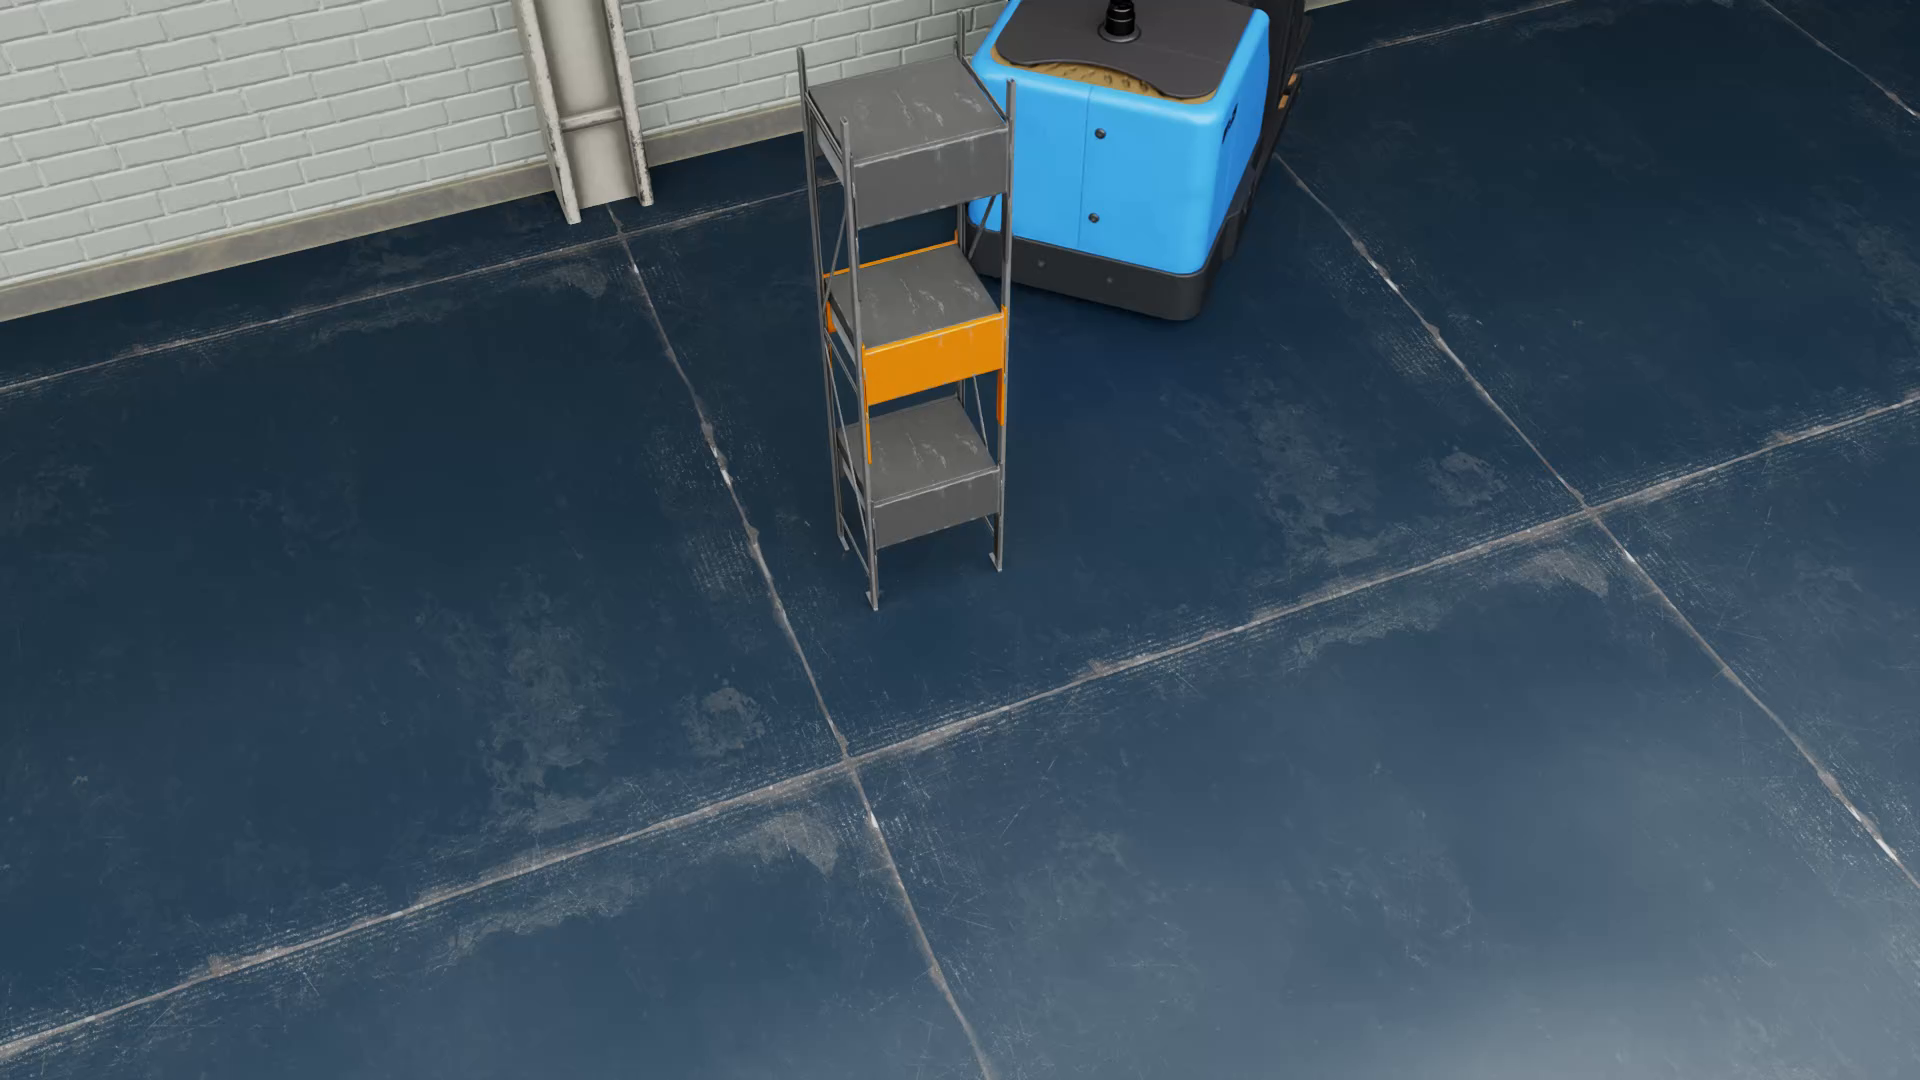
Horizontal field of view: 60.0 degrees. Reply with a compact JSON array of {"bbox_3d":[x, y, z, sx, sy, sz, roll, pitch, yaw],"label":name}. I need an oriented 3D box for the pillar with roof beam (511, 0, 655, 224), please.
[{"bbox_3d":[-0.003,-1.489,1.597,0.400,9.000,9.100,-17,52,-14],"label":"pillar with roof beam"}]

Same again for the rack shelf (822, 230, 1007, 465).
[{"bbox_3d":[-0.153,-0.628,5.423,0.480,0.518,0.431,-17,52,-14],"label":"rack shelf"}]

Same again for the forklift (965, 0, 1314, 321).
[{"bbox_3d":[1.013,-3.014,6.907,1.130,2.935,3.031,16,51,13],"label":"forklift"}]

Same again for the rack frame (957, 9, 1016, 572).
[{"bbox_3d":[0.073,-0.707,5.473,0.015,2.100,0.400,-17,52,-14],"label":"rack frame"}]

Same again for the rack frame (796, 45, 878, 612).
[{"bbox_3d":[-0.379,-0.567,5.353,0.015,2.100,0.400,-17,52,-14],"label":"rack frame"}]

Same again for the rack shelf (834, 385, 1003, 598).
[{"bbox_3d":[-0.153,-0.172,5.954,0.480,0.518,0.431,-17,52,-14],"label":"rack shelf"}]

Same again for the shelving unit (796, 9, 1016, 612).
[{"bbox_3d":[-0.153,-0.637,5.413,0.503,2.100,0.431,-17,52,-14],"label":"shelving unit"}]

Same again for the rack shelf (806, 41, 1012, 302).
[{"bbox_3d":[-0.153,-1.084,4.892,0.480,0.518,0.431,-17,52,-14],"label":"rack shelf"}]
